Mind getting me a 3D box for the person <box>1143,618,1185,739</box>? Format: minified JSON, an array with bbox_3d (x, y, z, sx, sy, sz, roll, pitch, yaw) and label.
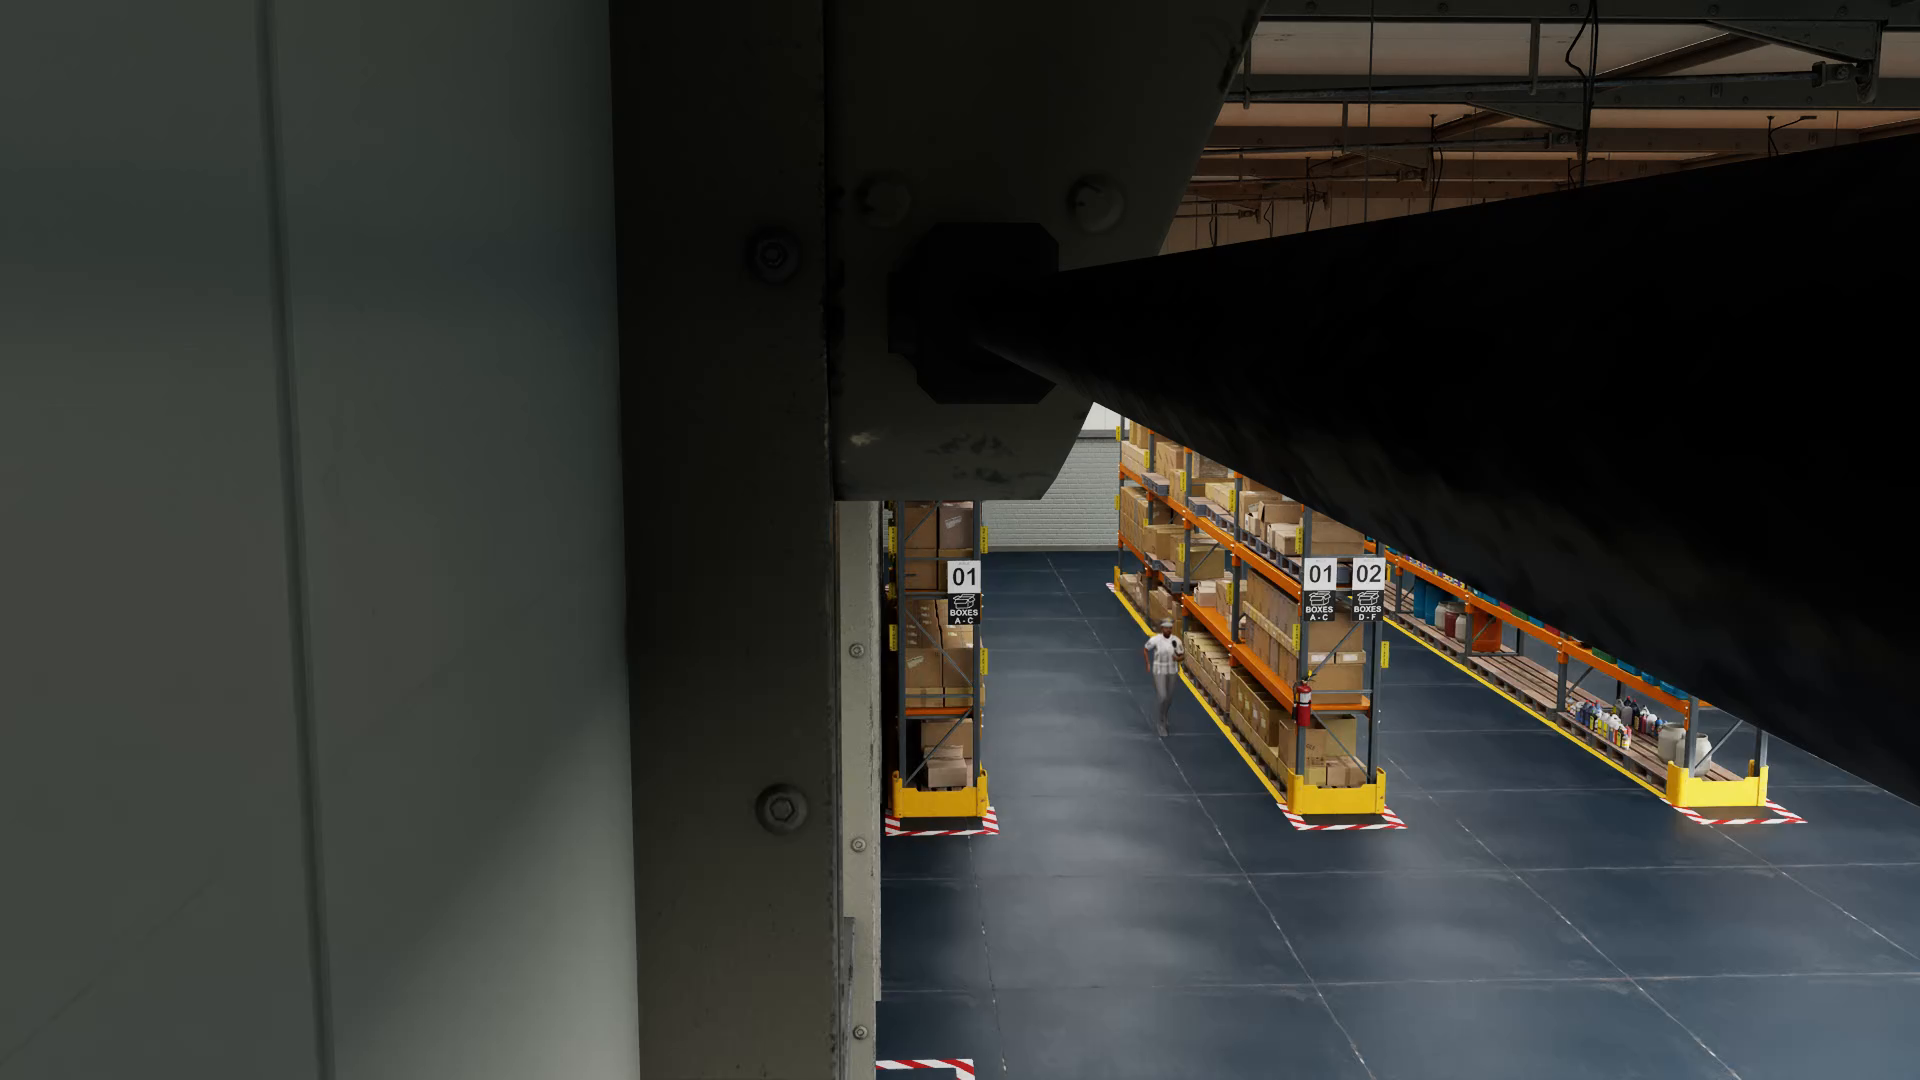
[{"bbox_3d":[3.007,1.992,24.409,0.547,1.756,0.761,-1,8,-10],"label":"person"}]
